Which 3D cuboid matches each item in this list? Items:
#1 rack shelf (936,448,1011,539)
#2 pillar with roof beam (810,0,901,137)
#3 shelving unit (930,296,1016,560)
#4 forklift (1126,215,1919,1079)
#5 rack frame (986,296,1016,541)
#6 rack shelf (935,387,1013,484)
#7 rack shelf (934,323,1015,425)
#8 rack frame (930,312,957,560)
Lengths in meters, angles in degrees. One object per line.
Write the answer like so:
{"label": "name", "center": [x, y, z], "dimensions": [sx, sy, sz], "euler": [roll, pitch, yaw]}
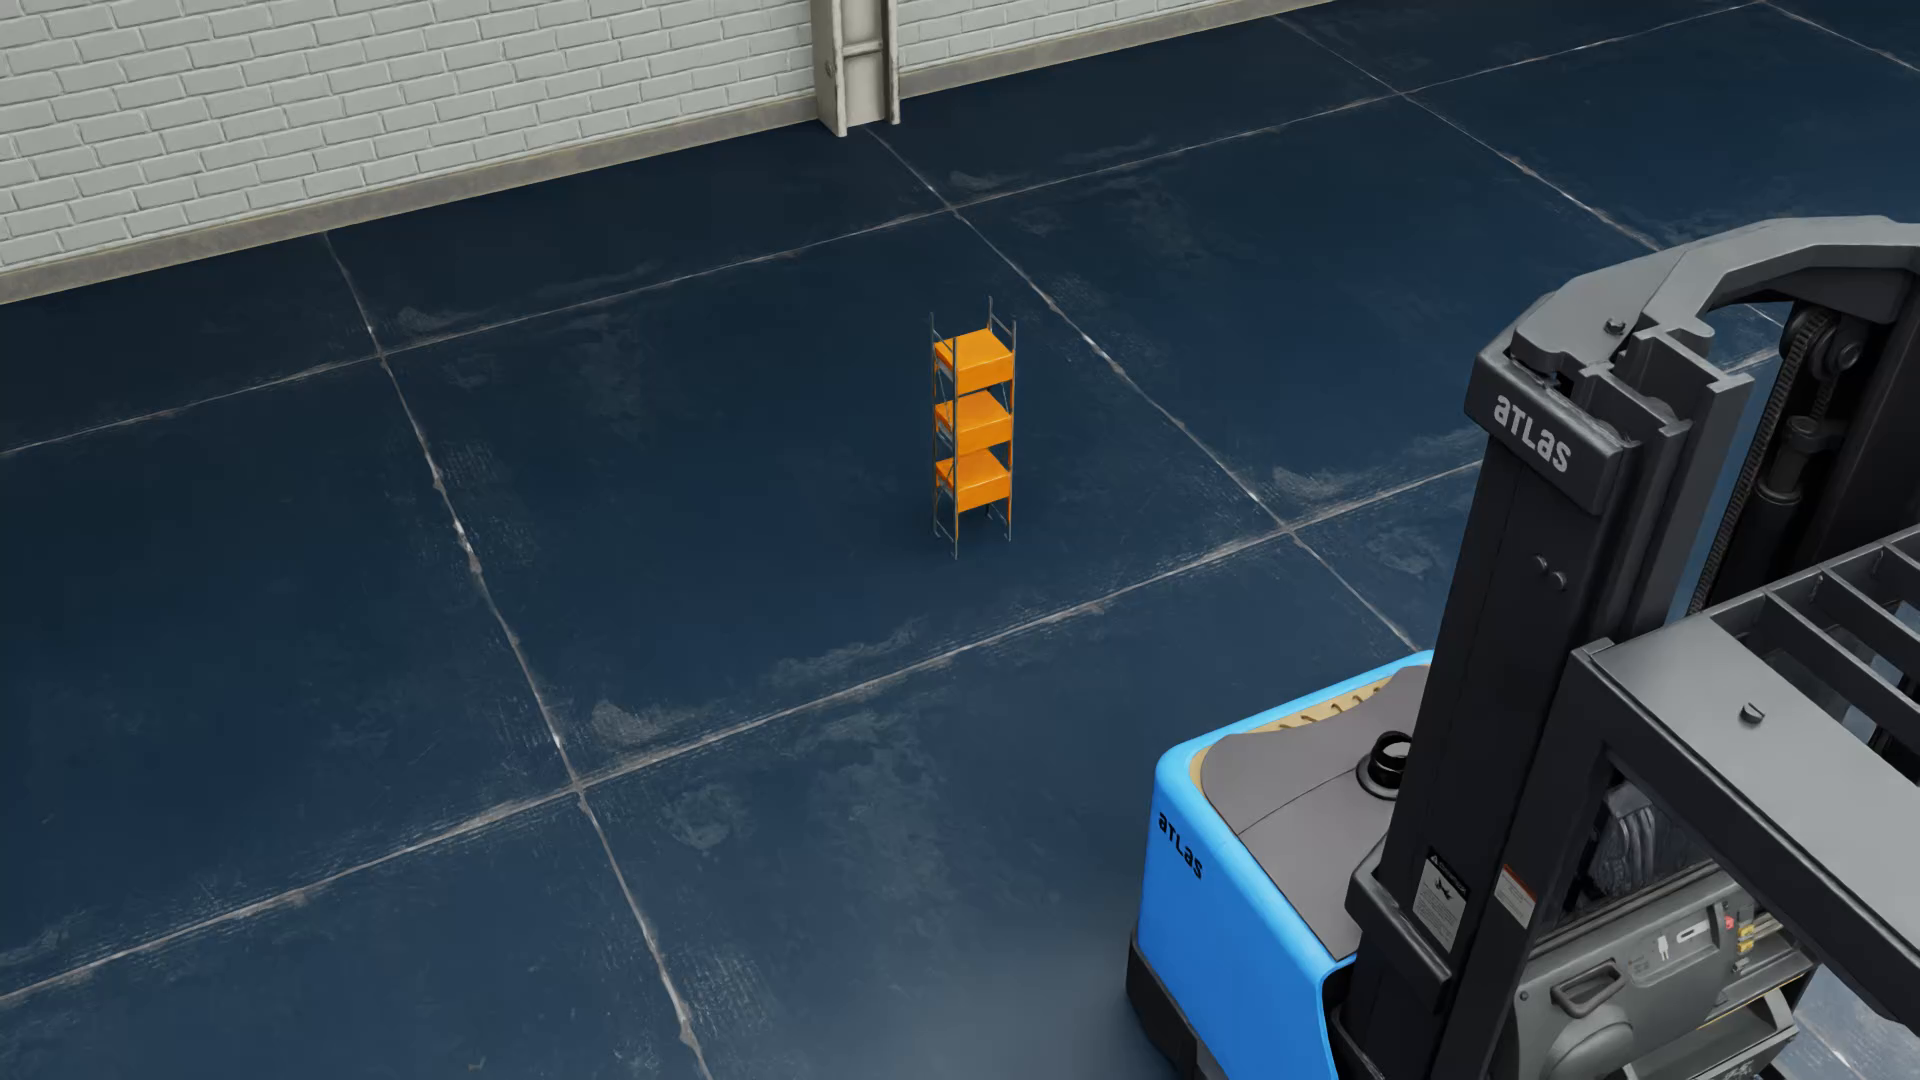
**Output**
{"label": "rack shelf", "center": [0.047, -0.196, 6.616], "dimensions": [0.240, 0.259, 0.215], "euler": [-19, 44, -21]}
{"label": "pillar with roof beam", "center": [1.401, -3.404, 3.806], "dimensions": [0.400, 9.000, 9.100], "euler": [-19, 44, -21]}
{"label": "shelving unit", "center": [0.047, -0.417, 6.430], "dimensions": [0.252, 1.050, 0.215], "euler": [-19, 44, -21]}
{"label": "forklift", "center": [1.607, 0.985, 3.318], "dimensions": [1.130, 2.935, 3.031], "euler": [-18, 43, -20]}
{"label": "rack frame", "center": [0.156, -0.453, 6.473], "dimensions": [0.008, 1.050, 0.200], "euler": [-19, 44, -21]}
{"label": "rack shelf", "center": [0.047, -0.409, 6.436], "dimensions": [0.240, 0.259, 0.215], "euler": [-19, 44, -21]}
{"label": "rack shelf", "center": [0.047, -0.625, 6.253], "dimensions": [0.240, 0.259, 0.215], "euler": [-19, 44, -21]}
{"label": "rack frame", "center": [-0.061, -0.380, 6.387], "dimensions": [0.008, 1.050, 0.200], "euler": [-19, 44, -21]}
